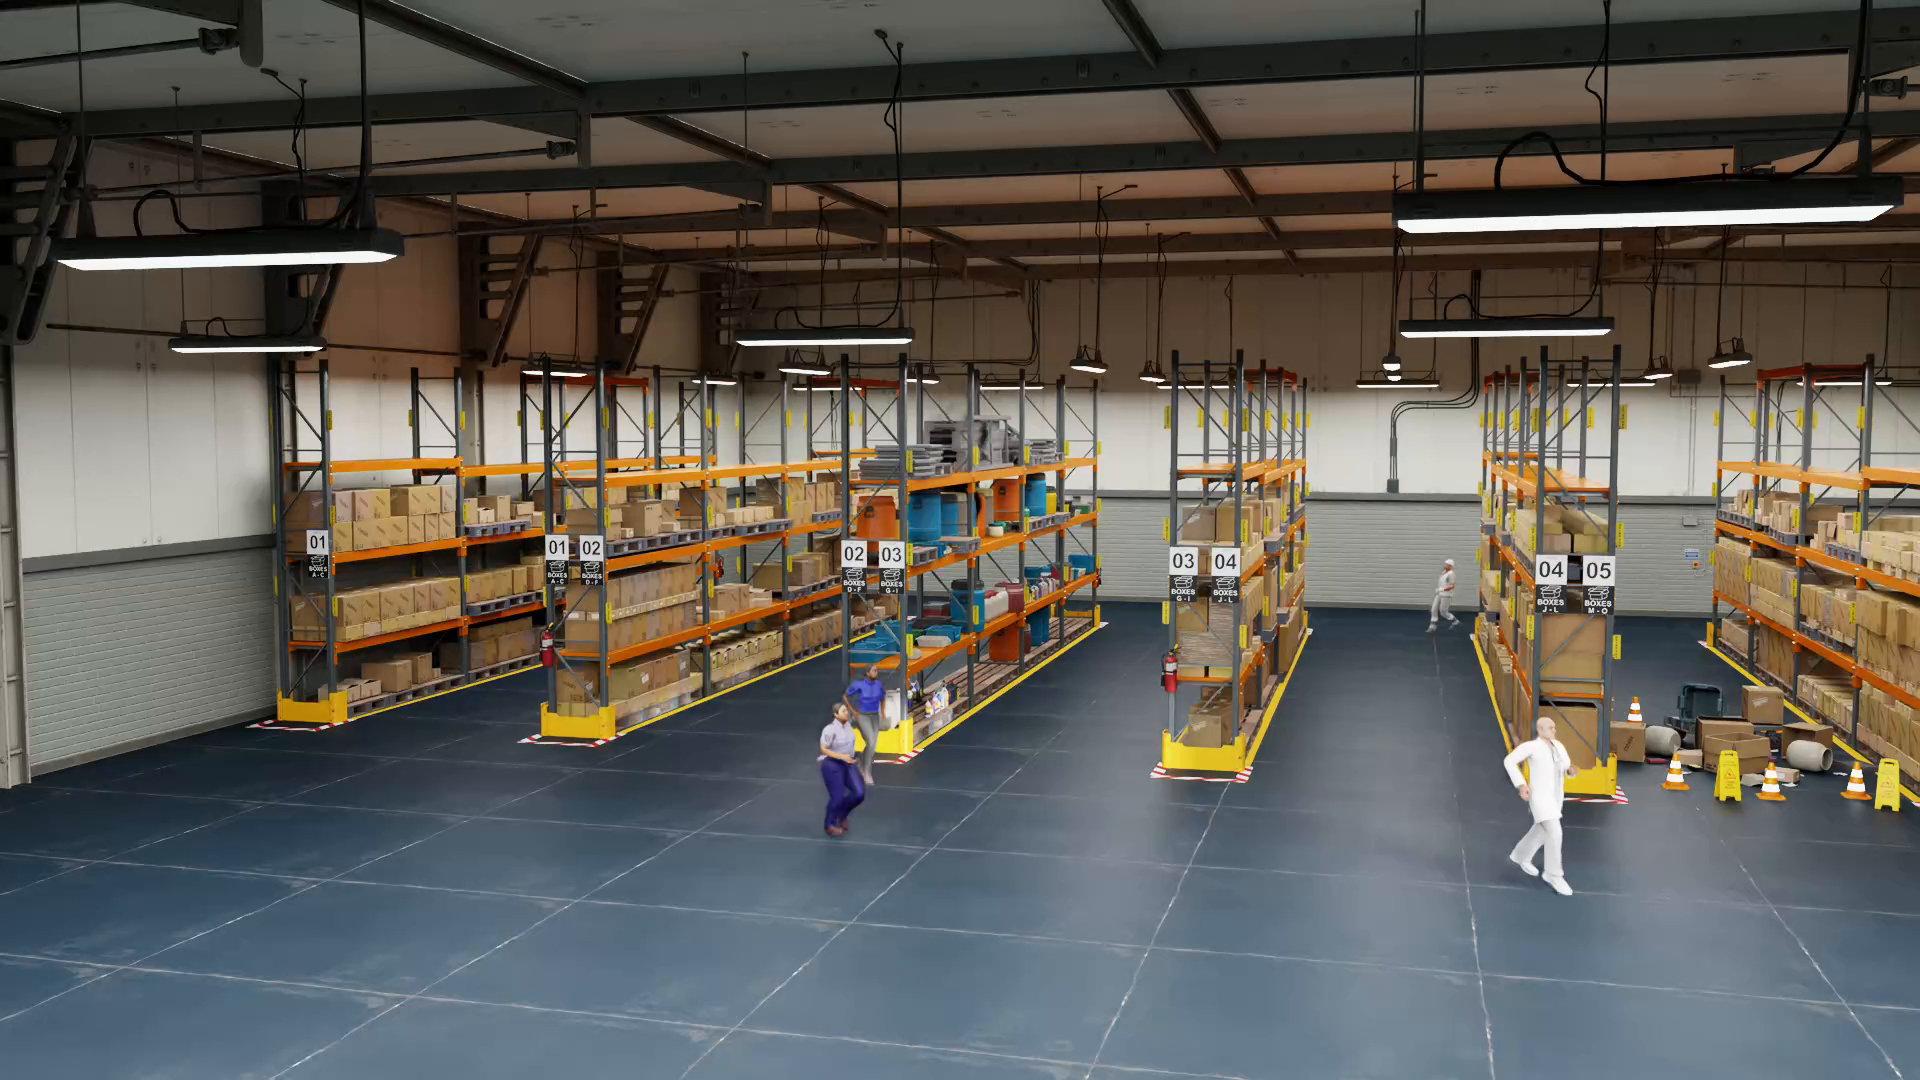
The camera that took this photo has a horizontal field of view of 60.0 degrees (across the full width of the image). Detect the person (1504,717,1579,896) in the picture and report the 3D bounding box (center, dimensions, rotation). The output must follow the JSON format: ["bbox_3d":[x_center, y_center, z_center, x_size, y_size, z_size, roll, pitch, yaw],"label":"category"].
[{"bbox_3d":[6.280,2.813,17.904,0.681,1.827,0.908,-3,5,-34],"label":"person"}]

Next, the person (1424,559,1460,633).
[{"bbox_3d":[11.338,1.322,38.909,0.875,1.774,0.712,-1,4,-8],"label":"person"}]

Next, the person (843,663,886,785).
[{"bbox_3d":[-1.270,2.536,23.060,0.585,1.674,0.662,-3,5,-38],"label":"person"}]

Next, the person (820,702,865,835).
[{"bbox_3d":[-1.420,2.753,20.018,0.573,1.609,0.603,3,5,39],"label":"person"}]
